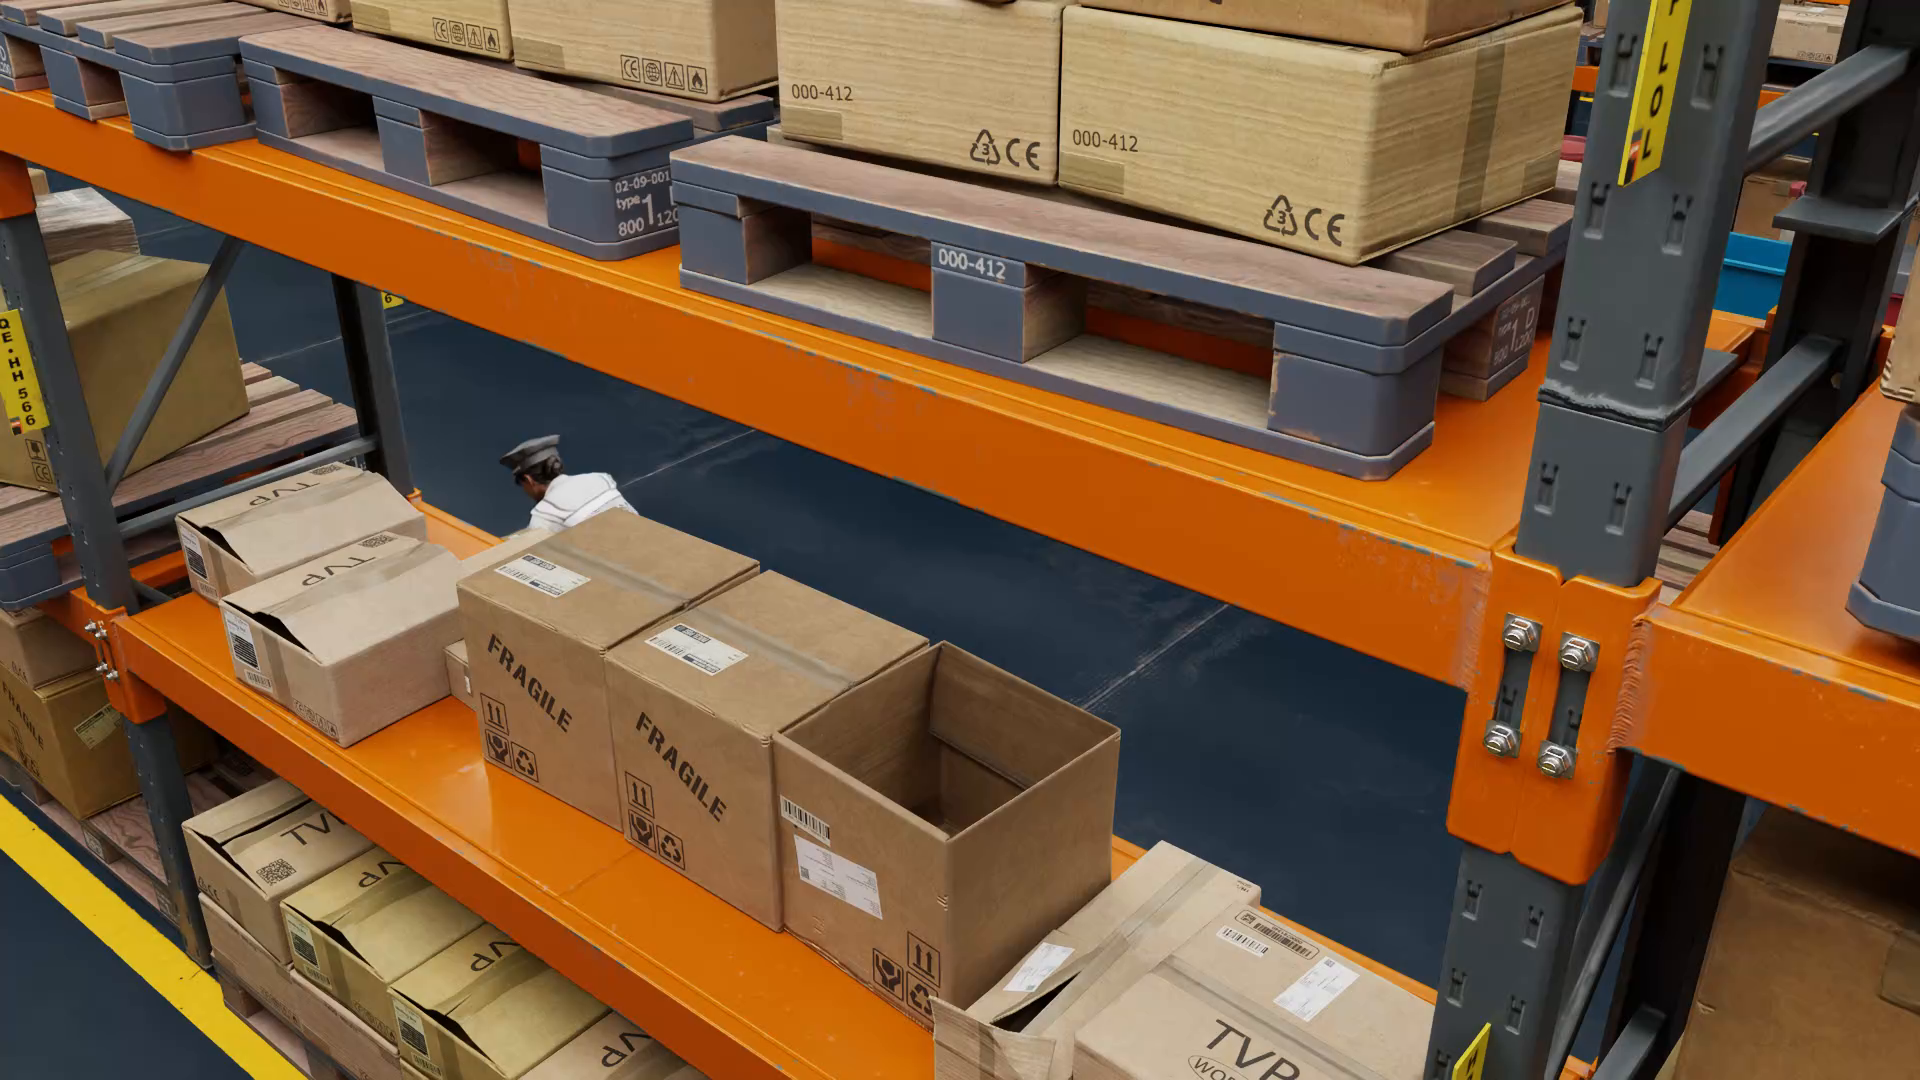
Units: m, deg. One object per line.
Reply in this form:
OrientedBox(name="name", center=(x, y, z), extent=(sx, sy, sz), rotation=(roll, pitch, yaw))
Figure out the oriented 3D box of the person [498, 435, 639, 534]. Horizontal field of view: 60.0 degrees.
OrientedBox(name="person", center=(-1.506, 0.065, 6.755), extent=(0.829, 0.978, 0.470), rotation=(20, 34, 34))
